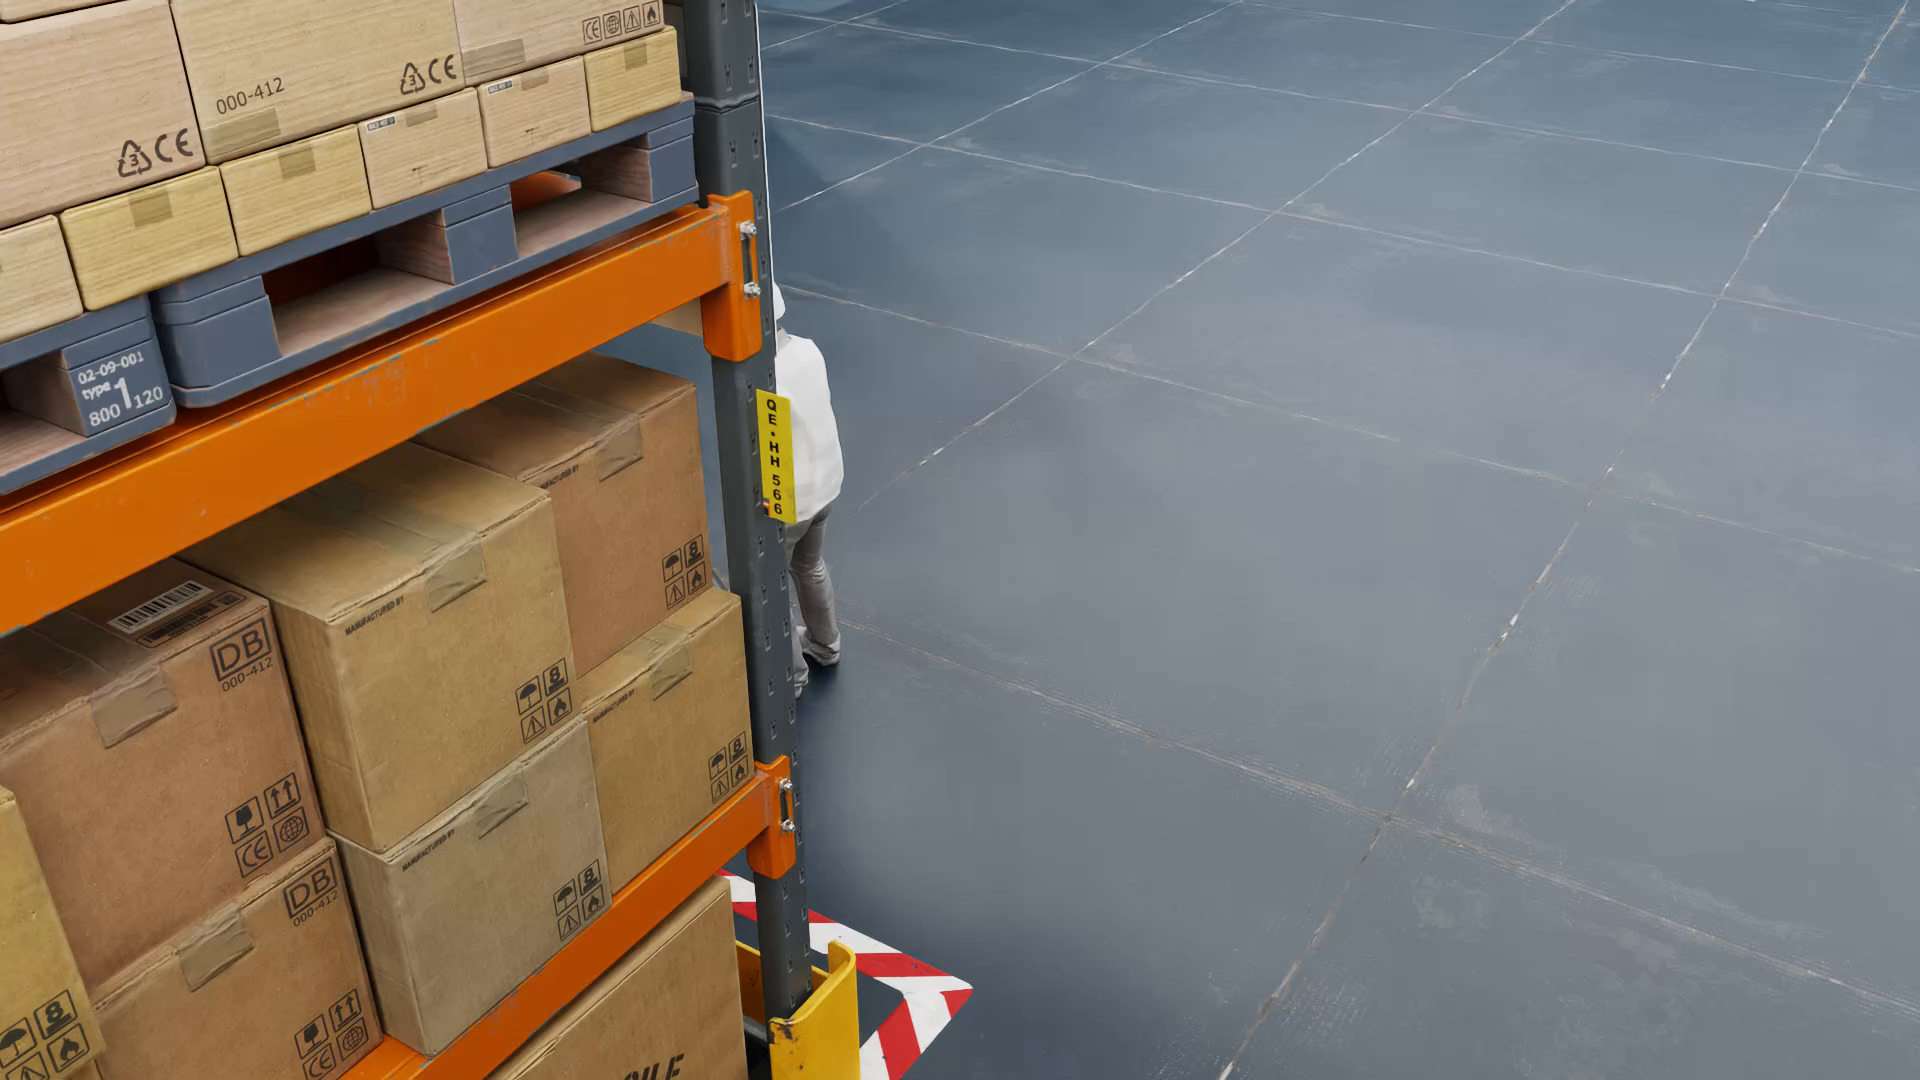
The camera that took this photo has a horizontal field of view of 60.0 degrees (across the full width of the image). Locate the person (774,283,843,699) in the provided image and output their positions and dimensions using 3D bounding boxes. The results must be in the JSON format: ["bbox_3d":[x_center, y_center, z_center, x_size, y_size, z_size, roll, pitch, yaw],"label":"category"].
[{"bbox_3d":[-0.697,-0.195,6.439,0.464,1.771,0.593,15,34,24],"label":"person"}]
